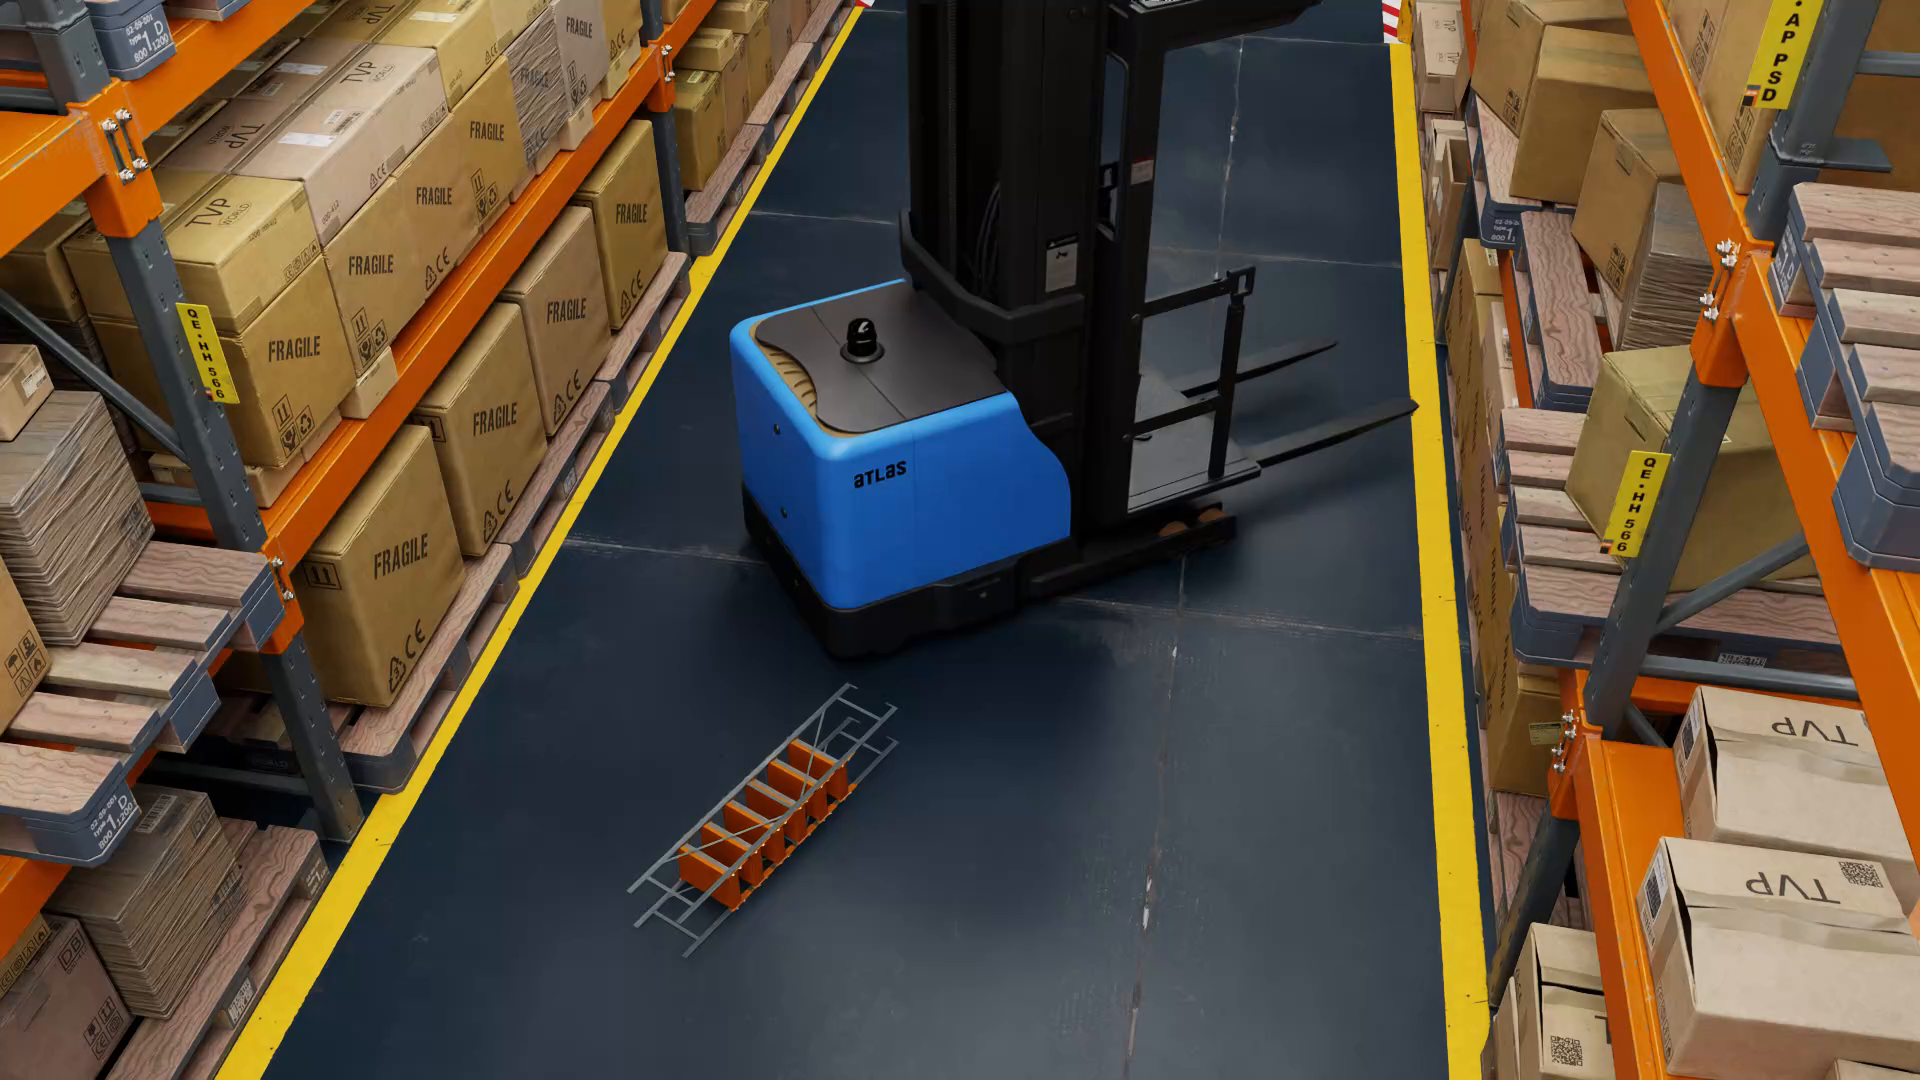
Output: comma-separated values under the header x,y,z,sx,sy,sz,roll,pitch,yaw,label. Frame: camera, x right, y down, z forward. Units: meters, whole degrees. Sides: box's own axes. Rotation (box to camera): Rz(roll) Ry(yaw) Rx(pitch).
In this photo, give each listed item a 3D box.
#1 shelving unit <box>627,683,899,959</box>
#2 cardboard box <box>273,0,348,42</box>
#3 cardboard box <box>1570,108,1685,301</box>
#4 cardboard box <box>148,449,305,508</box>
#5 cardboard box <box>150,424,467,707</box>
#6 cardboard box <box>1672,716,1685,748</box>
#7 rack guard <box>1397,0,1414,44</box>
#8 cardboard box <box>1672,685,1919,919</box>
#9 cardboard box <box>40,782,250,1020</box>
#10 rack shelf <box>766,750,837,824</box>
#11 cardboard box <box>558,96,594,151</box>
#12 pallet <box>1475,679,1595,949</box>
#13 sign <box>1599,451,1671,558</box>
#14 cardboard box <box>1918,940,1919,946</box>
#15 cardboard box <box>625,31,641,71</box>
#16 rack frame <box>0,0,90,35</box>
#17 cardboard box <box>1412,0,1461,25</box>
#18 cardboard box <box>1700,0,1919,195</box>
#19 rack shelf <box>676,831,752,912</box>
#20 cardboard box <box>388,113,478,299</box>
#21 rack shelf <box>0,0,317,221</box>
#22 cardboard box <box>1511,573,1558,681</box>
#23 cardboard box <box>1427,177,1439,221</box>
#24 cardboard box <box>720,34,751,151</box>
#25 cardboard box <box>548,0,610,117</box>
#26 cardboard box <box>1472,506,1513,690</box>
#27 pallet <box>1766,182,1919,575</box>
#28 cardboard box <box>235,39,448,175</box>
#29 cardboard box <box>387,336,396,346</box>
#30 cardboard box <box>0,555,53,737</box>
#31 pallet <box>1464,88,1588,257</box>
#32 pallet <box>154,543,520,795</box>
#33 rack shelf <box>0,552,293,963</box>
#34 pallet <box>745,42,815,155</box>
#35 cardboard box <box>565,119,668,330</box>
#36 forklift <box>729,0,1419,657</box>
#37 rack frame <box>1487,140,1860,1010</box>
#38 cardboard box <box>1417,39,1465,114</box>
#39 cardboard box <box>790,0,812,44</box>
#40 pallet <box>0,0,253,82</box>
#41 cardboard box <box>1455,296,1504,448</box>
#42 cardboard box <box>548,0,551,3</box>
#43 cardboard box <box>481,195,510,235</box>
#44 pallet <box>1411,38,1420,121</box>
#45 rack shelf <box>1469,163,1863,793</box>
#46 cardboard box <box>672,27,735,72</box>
x,y,z,sx,sy,sz,roll,pitch,yaw,label
-0.671,0.970,5.925,0.258,0.189,1.200,24,45,26,shelving unit
-2.560,-1.890,6.265,0.500,0.250,0.500,6,40,7,cardboard box
2.671,-1.212,5.954,0.700,0.500,0.500,-3,40,-4,cardboard box
-2.371,-0.253,5.383,0.380,0.149,0.250,6,40,7,cardboard box
-2.399,0.059,6.182,0.750,0.750,0.750,6,40,7,cardboard box
2.584,0.923,5.396,0.500,0.500,0.500,8,40,10,cardboard box
3.595,-3.626,11.244,1.175,0.500,0.348,6,40,8,rack guard
2.118,0.641,4.191,0.500,0.311,0.500,9,40,10,cardboard box
-2.729,1.091,5.193,0.700,0.500,0.500,7,40,8,cardboard box
-0.577,0.883,6.030,0.258,0.180,0.103,24,45,26,rack shelf
-1.841,-1.848,7.312,0.380,0.149,0.250,6,40,8,cardboard box
2.390,0.993,5.883,1.003,0.211,1.213,6,40,8,pallet
1.688,-0.086,4.154,0.100,0.325,0.005,6,40,8,sign
2.340,1.075,3.793,0.380,0.149,0.250,6,40,8,cardboard box
-1.743,-2.339,7.906,0.380,0.149,0.250,7,40,8,cardboard box
-2.656,-2.473,3.179,1.000,3.000,0.127,6,40,8,rack frame
3.197,-3.483,11.001,0.380,0.149,0.250,6,40,8,cardboard box
2.266,-1.089,3.781,0.910,0.500,0.500,6,40,8,cardboard box
-0.851,1.135,5.725,0.258,0.180,0.103,24,45,26,rack shelf
-2.133,-1.237,6.065,0.500,0.500,0.500,6,40,7,cardboard box
-2.310,-2.295,5.882,1.077,0.370,4.000,6,40,8,rack shelf
2.160,0.239,5.634,0.500,0.250,0.500,8,40,9,cardboard box
2.741,-1.829,9.000,0.380,0.149,0.250,6,40,8,cardboard box
-1.643,-2.642,9.724,0.700,0.500,0.500,6,40,7,cardboard box
-1.874,-2.193,7.221,0.500,0.500,0.500,7,40,8,cardboard box
2.244,0.239,6.223,0.500,0.500,0.500,5,40,6,cardboard box
2.195,-0.264,3.010,1.213,0.211,1.003,8,40,10,pallet
-2.148,-1.519,5.817,0.500,0.250,0.500,7,40,8,cardboard box
-2.267,-0.739,5.971,0.380,0.149,0.250,6,40,7,cardboard box
-2.797,0.281,4.132,0.700,0.500,0.500,3,40,3,cardboard box
2.670,-1.564,6.938,1.003,0.211,1.213,6,40,8,pallet
-2.445,0.427,6.567,1.003,0.211,1.213,6,40,8,pallet
-3.002,1.372,3.801,1.077,0.370,4.000,6,40,8,rack shelf
-1.546,-2.833,10.511,1.003,0.211,1.213,6,40,8,pallet
-1.948,-1.582,8.167,0.750,0.750,0.750,7,40,8,cardboard box
0.618,-1.325,6.553,3.031,2.935,1.130,-18,43,-21,forklift
2.224,0.383,4.433,1.000,3.000,0.127,6,40,8,rack frame
3.062,-2.810,10.107,0.500,0.250,0.500,6,40,8,cardboard box
-1.380,-3.616,10.901,0.700,0.500,0.500,6,40,8,cardboard box
-2.596,-1.654,4.691,1.213,0.211,1.003,8,40,10,pallet
2.511,-0.721,7.384,0.500,0.500,0.500,7,40,8,cardboard box
-1.890,-2.480,6.979,0.500,0.250,0.500,7,40,9,cardboard box
-2.063,-1.381,6.747,0.380,0.149,0.250,8,40,9,cardboard box
3.458,-3.015,10.731,1.003,0.211,1.213,6,40,8,pallet
2.570,-0.595,6.180,1.077,0.370,4.000,6,40,8,rack shelf
-1.494,-2.772,9.372,0.380,0.149,0.250,8,40,9,cardboard box
